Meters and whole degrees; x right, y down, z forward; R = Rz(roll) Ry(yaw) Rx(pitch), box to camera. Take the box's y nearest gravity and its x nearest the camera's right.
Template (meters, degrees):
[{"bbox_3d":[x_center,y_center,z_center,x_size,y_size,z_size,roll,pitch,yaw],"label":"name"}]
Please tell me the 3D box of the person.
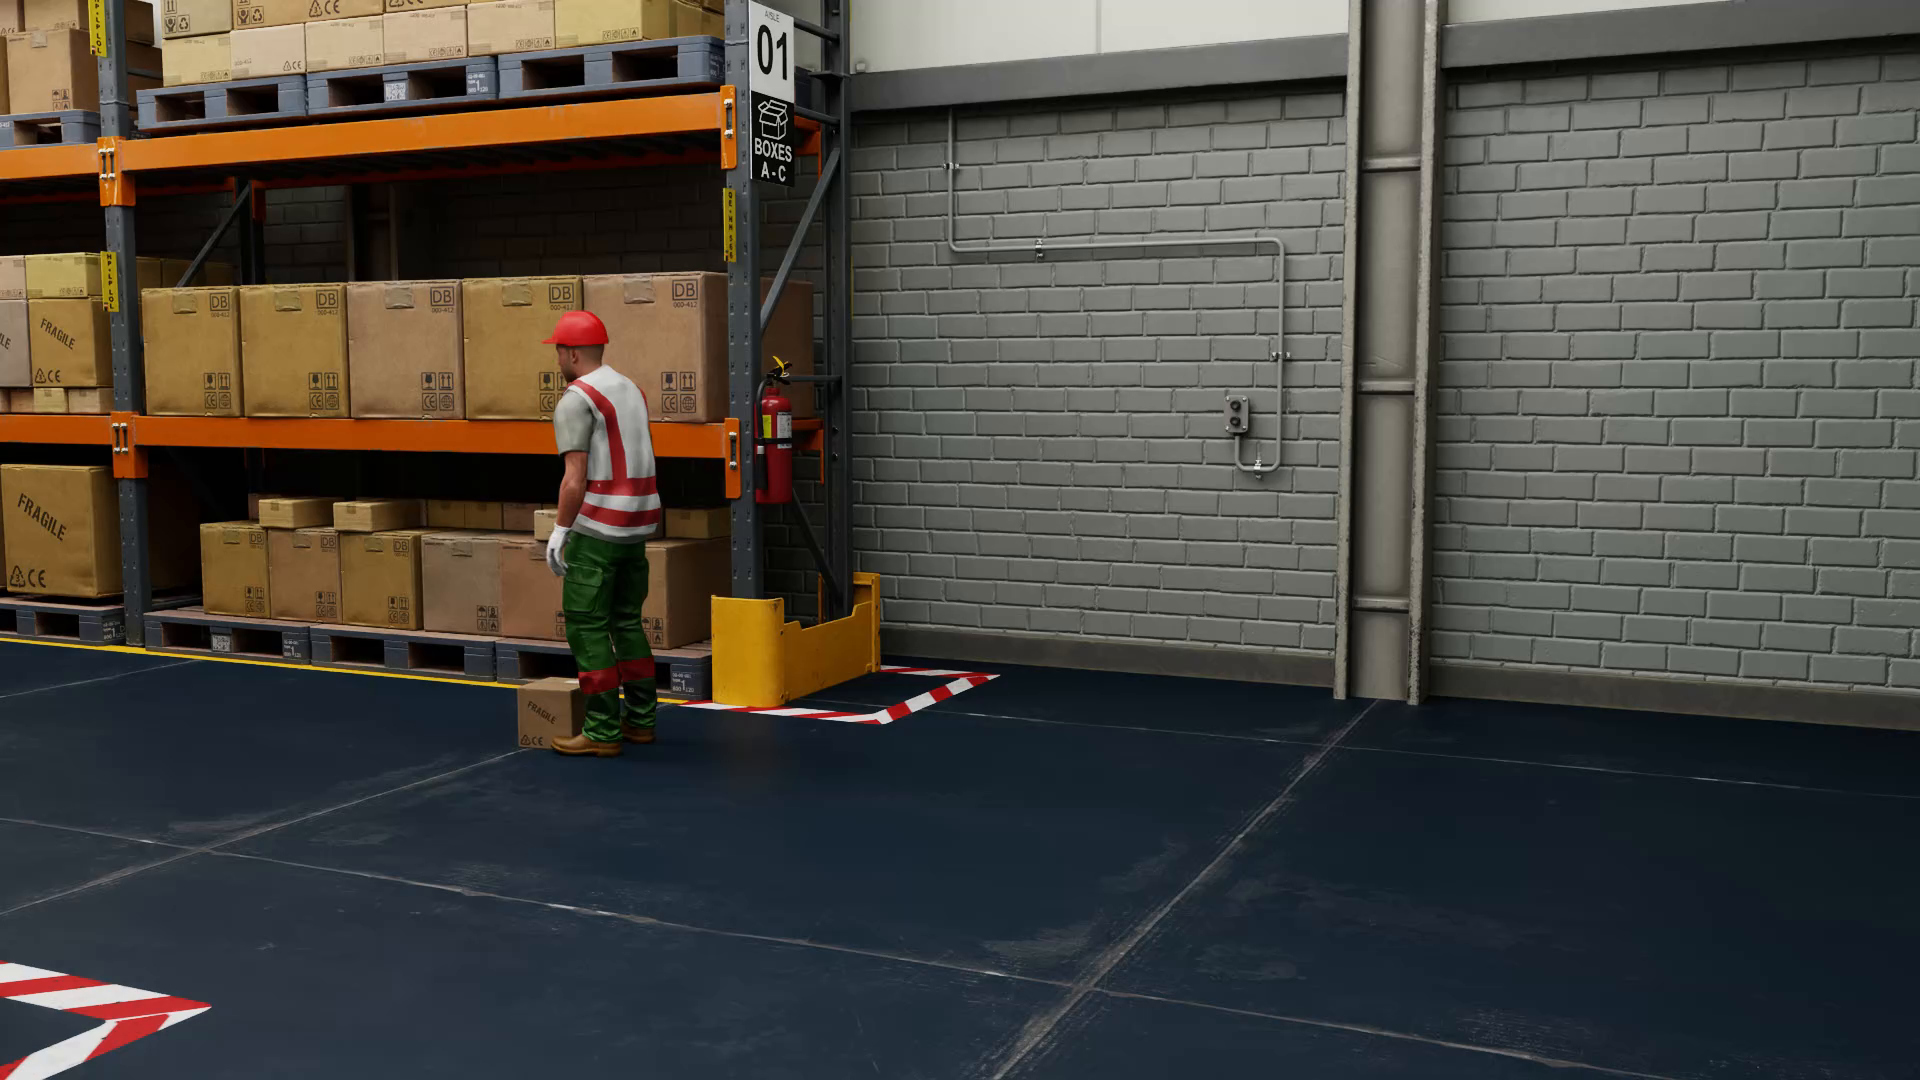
[{"bbox_3d":[-1.455,-0.031,6.724,0.456,1.778,0.617,2,6,23],"label":"person"}]
